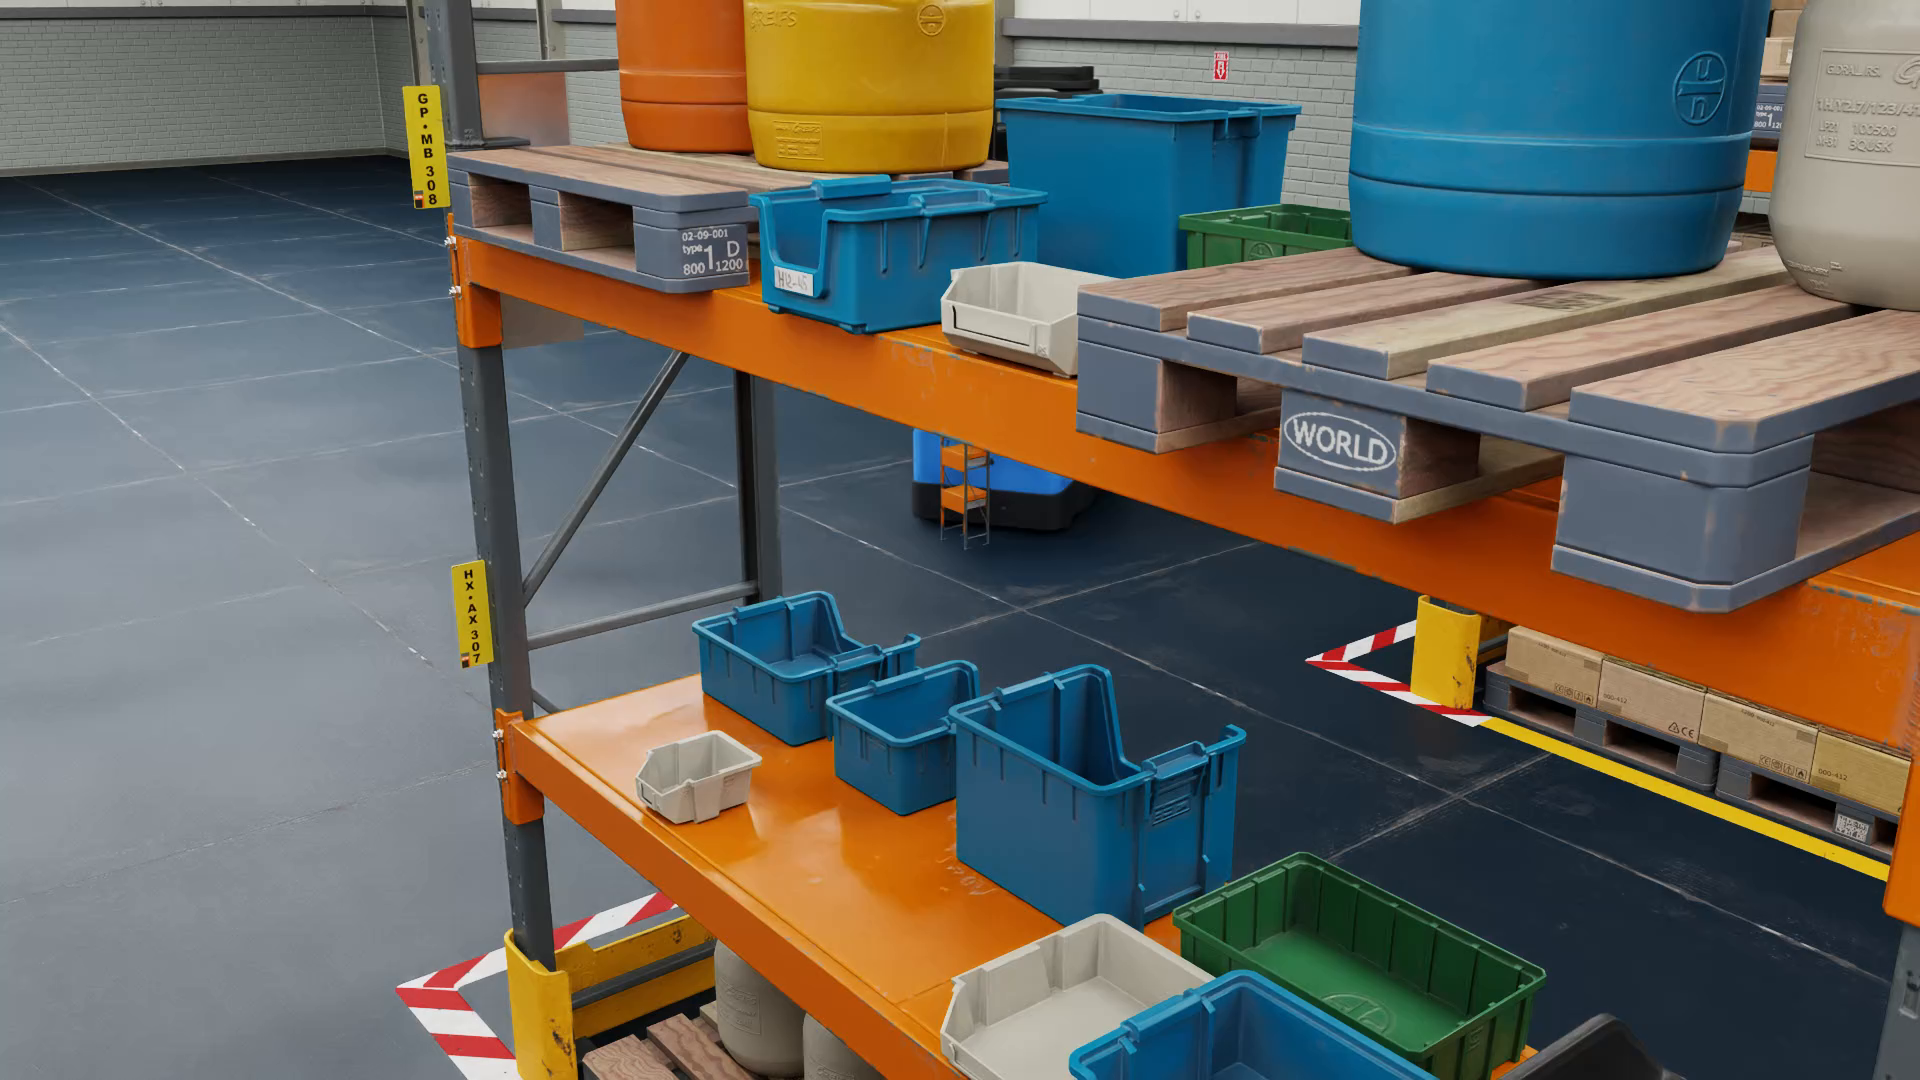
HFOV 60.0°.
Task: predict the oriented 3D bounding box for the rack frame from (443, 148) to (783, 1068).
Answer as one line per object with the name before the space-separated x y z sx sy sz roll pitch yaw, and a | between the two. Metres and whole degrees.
rack frame | -1.024 0.248 5.341 1.000 3.000 0.127 -14 23 -36

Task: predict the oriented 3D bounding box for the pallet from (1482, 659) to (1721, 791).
pallet | 3.369 0.786 8.152 1.003 0.211 1.213 -14 23 -36

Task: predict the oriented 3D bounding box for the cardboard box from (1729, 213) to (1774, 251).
cardboard box | 3.505 -1.122 7.256 0.700 0.500 0.500 -15 23 -38

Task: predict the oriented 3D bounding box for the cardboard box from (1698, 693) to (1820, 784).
cardboard box | 3.643 0.810 7.352 0.500 0.250 0.500 -14 23 -36

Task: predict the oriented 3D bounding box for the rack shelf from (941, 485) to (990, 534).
rack shelf | 0.033 -0.211 10.748 0.215 0.259 0.240 -14 23 -36

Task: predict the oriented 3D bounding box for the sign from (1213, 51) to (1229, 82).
sign | 2.698 -4.898 17.196 0.001 0.298 0.199 -14 23 -36

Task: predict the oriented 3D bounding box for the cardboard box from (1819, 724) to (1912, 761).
cardboard box | 3.949 0.578 6.858 0.500 0.500 0.500 -14 23 -36

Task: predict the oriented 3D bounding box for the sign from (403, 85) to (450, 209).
sign | -1.458 -1.074 4.547 0.100 0.325 0.005 -14 23 -36

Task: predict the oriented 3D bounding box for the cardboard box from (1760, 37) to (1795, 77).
cardboard box | 3.454 -1.964 6.758 0.380 0.149 0.250 -14 23 -36

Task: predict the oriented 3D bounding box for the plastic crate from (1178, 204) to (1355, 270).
plastic crate | 0.694 -0.531 3.261 0.336 0.188 0.450 -14 23 -36

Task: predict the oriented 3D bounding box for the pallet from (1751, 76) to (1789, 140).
pallet | 3.280 -1.920 7.259 1.003 0.211 1.213 -14 23 -36

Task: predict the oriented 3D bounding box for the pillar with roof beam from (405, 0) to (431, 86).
pillar with roof beam | -14.146 -11.082 30.014 9.100 9.000 0.400 -14 23 -36

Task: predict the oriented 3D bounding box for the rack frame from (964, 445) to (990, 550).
rack frame | 0.109 -0.455 10.567 0.200 1.050 0.008 -14 23 -36

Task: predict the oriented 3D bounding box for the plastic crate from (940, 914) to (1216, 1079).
plastic crate | 0.253 1.008 3.465 0.530 0.136 0.437 -14 23 -36

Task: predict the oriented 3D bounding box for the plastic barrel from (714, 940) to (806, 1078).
plastic barrel | -0.555 1.377 5.221 0.421 0.512 0.421 0 18 0

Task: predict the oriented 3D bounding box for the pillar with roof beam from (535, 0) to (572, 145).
pillar with roof beam | -10.421 -9.603 25.549 9.100 9.000 0.400 -14 23 -36

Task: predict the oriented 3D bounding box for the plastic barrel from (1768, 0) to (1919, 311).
plastic barrel | 1.346 -0.587 2.245 0.421 0.512 0.421 0 18 0

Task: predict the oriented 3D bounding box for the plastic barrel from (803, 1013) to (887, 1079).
plastic barrel | -0.244 1.501 4.848 0.421 0.512 0.421 0 18 0

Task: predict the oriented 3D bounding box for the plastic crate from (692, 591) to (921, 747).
plastic crate | -0.478 0.384 5.168 0.499 0.251 0.616 -14 23 -36

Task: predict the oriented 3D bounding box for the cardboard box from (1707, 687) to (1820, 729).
cardboard box | 3.653 0.451 7.240 0.500 0.500 0.500 -14 23 -36

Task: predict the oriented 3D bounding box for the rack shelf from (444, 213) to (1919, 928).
rack shelf | 0.218 -0.341 3.494 1.077 0.370 4.000 -14 23 -36

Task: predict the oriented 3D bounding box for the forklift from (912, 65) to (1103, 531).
forklift | 0.639 -1.878 11.870 1.130 2.935 3.031 6 19 18

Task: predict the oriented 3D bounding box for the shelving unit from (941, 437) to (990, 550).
shelving unit | 0.033 -0.485 10.658 0.215 1.050 0.252 -14 23 -36

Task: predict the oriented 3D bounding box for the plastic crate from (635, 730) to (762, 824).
plastic crate | -0.720 0.657 4.527 0.298 0.136 0.250 -14 23 -36

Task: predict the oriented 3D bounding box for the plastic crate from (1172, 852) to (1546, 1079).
plastic crate | 0.838 0.945 3.574 0.450 0.188 0.662 -14 23 -36

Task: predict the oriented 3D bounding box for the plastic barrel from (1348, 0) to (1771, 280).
plastic barrel | 0.926 -0.894 2.552 0.600 0.901 0.708 -14 23 -36

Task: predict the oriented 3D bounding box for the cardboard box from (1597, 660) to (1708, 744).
cardboard box | 3.333 0.686 7.724 0.500 0.250 0.500 -14 23 -36

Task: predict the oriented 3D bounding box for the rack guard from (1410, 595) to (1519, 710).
rack guard | 2.847 0.463 8.669 1.175 0.500 0.348 -14 23 -36

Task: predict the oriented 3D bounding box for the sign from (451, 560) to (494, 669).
sign | -1.458 0.223 4.976 0.100 0.325 0.005 -14 23 -36

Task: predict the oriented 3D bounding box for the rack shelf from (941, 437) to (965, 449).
rack shelf | 0.033 -0.745 10.572 0.215 0.259 0.240 -14 23 -36

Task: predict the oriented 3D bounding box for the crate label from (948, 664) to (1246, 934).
crate label | 0.331 0.632 4.125 0.502 0.435 0.616 -14 23 -36

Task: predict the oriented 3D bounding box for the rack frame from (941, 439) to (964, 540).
rack frame | -0.043 -0.515 10.748 0.200 1.050 0.008 -14 23 -36

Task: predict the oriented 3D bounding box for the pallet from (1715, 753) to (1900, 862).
pallet | 4.122 1.087 7.244 1.003 0.211 1.213 -14 23 -36

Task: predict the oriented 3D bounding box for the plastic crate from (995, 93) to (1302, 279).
plastic crate | 0.396 -0.757 3.630 0.392 0.384 0.575 -14 23 -36

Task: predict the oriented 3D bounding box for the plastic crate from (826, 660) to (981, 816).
plastic crate | -0.080 0.545 4.682 0.499 0.251 0.408 -14 23 -36

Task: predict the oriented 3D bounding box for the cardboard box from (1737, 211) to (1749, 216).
cardboard box | 3.174 -1.250 7.644 0.700 0.500 0.500 -14 23 -36

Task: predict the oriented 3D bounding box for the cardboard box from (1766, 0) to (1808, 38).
cardboard box | 3.215 -2.314 7.252 0.797 0.503 0.637 -12 22 -32

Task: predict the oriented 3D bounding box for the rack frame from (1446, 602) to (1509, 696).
rack frame | 2.861 -0.718 8.258 1.000 3.000 0.127 -14 23 -36

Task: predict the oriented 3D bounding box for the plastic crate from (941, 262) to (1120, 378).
plastic crate | 0.146 -0.382 2.890 0.243 0.136 0.396 -14 23 -36

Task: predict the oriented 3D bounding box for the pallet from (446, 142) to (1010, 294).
pallet | -0.587 -0.863 4.226 1.003 0.211 1.213 -14 23 -36

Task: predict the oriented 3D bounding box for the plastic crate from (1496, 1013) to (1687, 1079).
plastic crate | 1.234 1.110 2.839 0.767 0.338 0.504 -14 23 -36

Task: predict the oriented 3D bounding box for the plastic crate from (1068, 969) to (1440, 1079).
plastic crate | 0.560 1.085 3.051 0.499 0.251 0.616 -14 23 -36

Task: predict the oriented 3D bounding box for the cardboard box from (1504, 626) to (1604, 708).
cardboard box | 3.020 0.564 8.094 0.500 0.250 0.500 -14 23 -36

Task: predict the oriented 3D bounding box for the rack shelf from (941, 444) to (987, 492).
rack shelf | 0.033 -0.475 10.661 0.215 0.259 0.240 -14 23 -36

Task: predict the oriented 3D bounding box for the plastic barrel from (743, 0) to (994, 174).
plastic barrel | -0.216 -1.208 4.000 0.600 0.588 0.600 0 18 0

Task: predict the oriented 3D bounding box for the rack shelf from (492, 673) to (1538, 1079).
rack shelf | 0.218 1.083 3.966 1.077 0.370 4.000 -14 23 -36

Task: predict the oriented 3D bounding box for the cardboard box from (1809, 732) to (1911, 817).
cardboard box | 3.950 0.934 6.977 0.500 0.250 0.500 -14 23 -36

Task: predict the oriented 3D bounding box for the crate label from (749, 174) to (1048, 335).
crate label | -0.121 -0.579 3.305 0.502 0.251 0.408 -14 23 -36

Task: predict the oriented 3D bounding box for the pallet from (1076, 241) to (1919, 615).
pallet | 0.935 -0.259 2.402 1.213 0.211 1.003 -14 23 -36

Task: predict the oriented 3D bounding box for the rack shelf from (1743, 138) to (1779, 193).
rack shelf | 4.103 -1.307 6.411 1.077 0.370 4.000 -14 23 -36

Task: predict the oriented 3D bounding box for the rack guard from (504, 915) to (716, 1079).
rack guard | -0.940 1.444 5.705 1.175 0.500 0.348 -14 23 -36

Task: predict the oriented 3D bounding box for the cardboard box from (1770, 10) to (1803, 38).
cardboard box | 3.783 -2.104 7.020 0.500 0.250 0.500 -14 23 -36

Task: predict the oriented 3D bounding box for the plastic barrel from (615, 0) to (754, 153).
plastic barrel | -0.622 -1.484 4.449 0.600 0.830 0.708 -14 23 -36

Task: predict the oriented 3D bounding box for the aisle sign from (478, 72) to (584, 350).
aisle sign | -1.298 -0.946 4.813 0.394 0.787 0.004 -14 23 -36

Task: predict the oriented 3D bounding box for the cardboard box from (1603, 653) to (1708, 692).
cardboard box | 3.332 0.331 7.605 0.500 0.500 0.500 -14 23 -36

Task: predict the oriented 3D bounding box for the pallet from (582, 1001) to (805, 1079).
pallet | -0.439 1.783 5.143 1.003 0.211 1.213 -14 23 -36

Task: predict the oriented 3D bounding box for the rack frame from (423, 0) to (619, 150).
rack frame | -1.024 -2.600 4.398 1.000 3.000 0.127 -14 23 -36

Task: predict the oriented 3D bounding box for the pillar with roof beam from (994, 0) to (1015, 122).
pillar with roof beam | -2.970 -6.646 16.619 9.100 9.000 0.400 -14 23 -36
